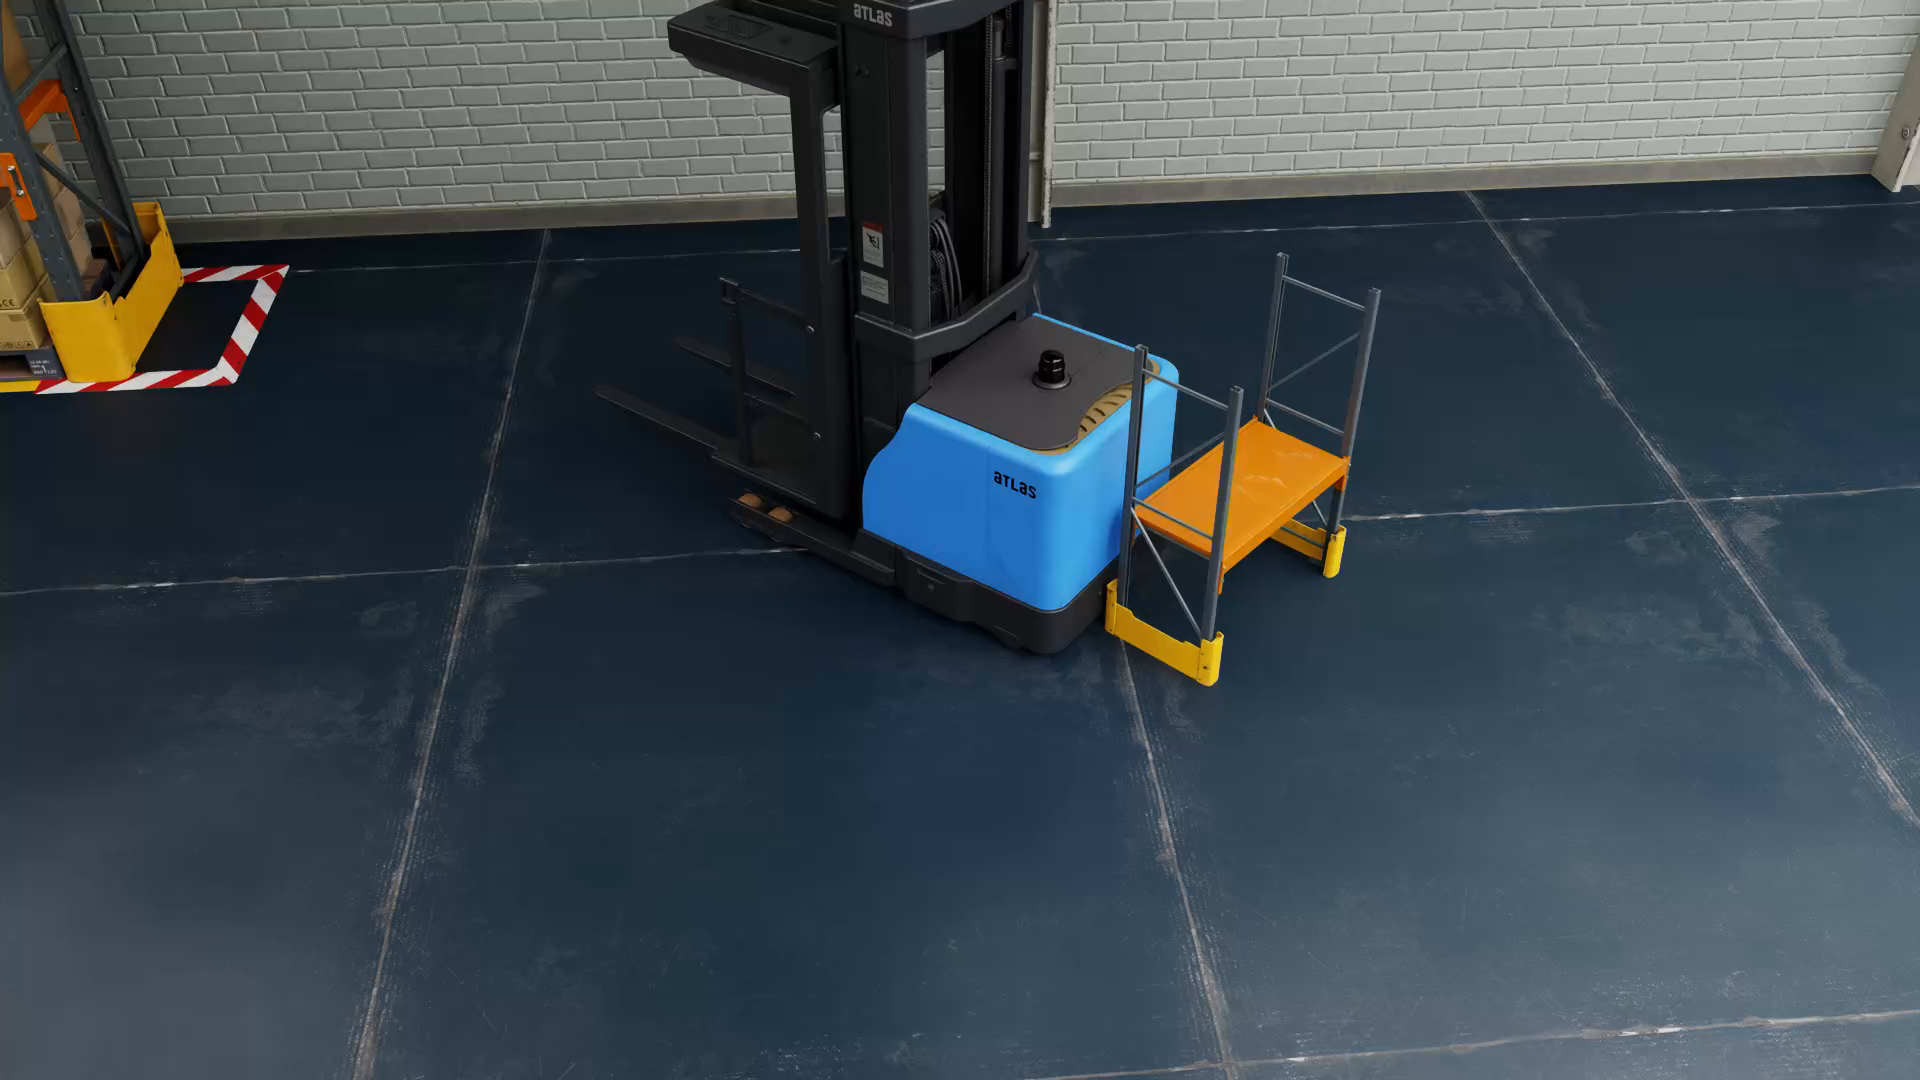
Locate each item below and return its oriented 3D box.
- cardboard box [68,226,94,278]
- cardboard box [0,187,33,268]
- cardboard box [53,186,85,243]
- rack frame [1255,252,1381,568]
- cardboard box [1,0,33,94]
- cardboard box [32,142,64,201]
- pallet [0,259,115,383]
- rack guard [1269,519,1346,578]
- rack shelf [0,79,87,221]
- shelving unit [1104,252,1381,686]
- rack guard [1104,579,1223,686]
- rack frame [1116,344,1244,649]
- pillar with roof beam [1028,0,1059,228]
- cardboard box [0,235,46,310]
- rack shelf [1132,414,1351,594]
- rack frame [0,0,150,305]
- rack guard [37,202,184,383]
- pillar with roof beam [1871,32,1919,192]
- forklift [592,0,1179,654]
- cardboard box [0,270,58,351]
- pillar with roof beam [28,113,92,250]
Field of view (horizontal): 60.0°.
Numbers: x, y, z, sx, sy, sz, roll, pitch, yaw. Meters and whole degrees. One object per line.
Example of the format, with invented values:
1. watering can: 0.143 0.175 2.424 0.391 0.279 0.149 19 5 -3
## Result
1. cardboard box: -5.345 -1.586 9.541 0.500 0.250 0.500 -3 38 -4
2. cardboard box: -5.269 -1.667 8.837 0.500 0.250 0.500 -2 38 -2
3. cardboard box: -5.325 -1.791 9.397 0.500 0.250 0.500 -2 38 -3
4. rack frame: 1.571 -0.554 7.563 0.500 1.500 0.032 29 47 32
5. cardboard box: -5.356 -2.590 8.852 0.500 0.500 0.500 -2 38 -3
6. cardboard box: -5.334 -1.975 9.227 0.500 0.250 0.500 -4 38 -5
7. pallet: -5.596 -1.244 9.479 1.213 0.211 1.003 -3 38 -4
8. rack guard: 1.558 -0.054 7.939 0.587 0.250 0.087 29 47 32
9. rack shelf: -6.830 -2.015 8.785 4.000 0.370 1.077 -3 38 -4
10. shelving unit: 1.226 -0.315 7.260 0.587 1.500 1.083 29 47 32
11. rack guard: 0.894 0.406 7.356 0.587 0.250 0.087 29 47 32
12. rack frame: 0.893 -0.084 6.968 0.500 1.500 0.032 29 47 32
13. pillar with roof beam: 0.746 -2.953 4.550 0.400 9.000 9.100 -3 38 -4
14. cardboard box: -5.295 -1.469 8.989 0.500 0.250 0.500 -4 38 -5
15. rack shelf: 1.232 -0.178 7.377 0.538 0.185 1.000 29 47 32
16. rack frame: -4.838 -2.407 8.701 0.127 3.000 1.000 -3 38 -4
17. rack guard: -4.814 -1.427 9.477 0.348 0.500 1.175 -3 38 -4
18. pillar with roof beam: 6.723 -3.282 4.967 0.400 9.000 9.100 -3 38 -4
19. forklift: -0.510 -1.380 7.455 3.031 2.935 1.130 24 44 27
20. cardboard box: -5.278 -1.272 9.143 0.500 0.250 0.500 -3 38 -4
21. pillar with roof beam: -5.230 -2.624 4.132 0.400 9.000 9.100 -3 38 -4
